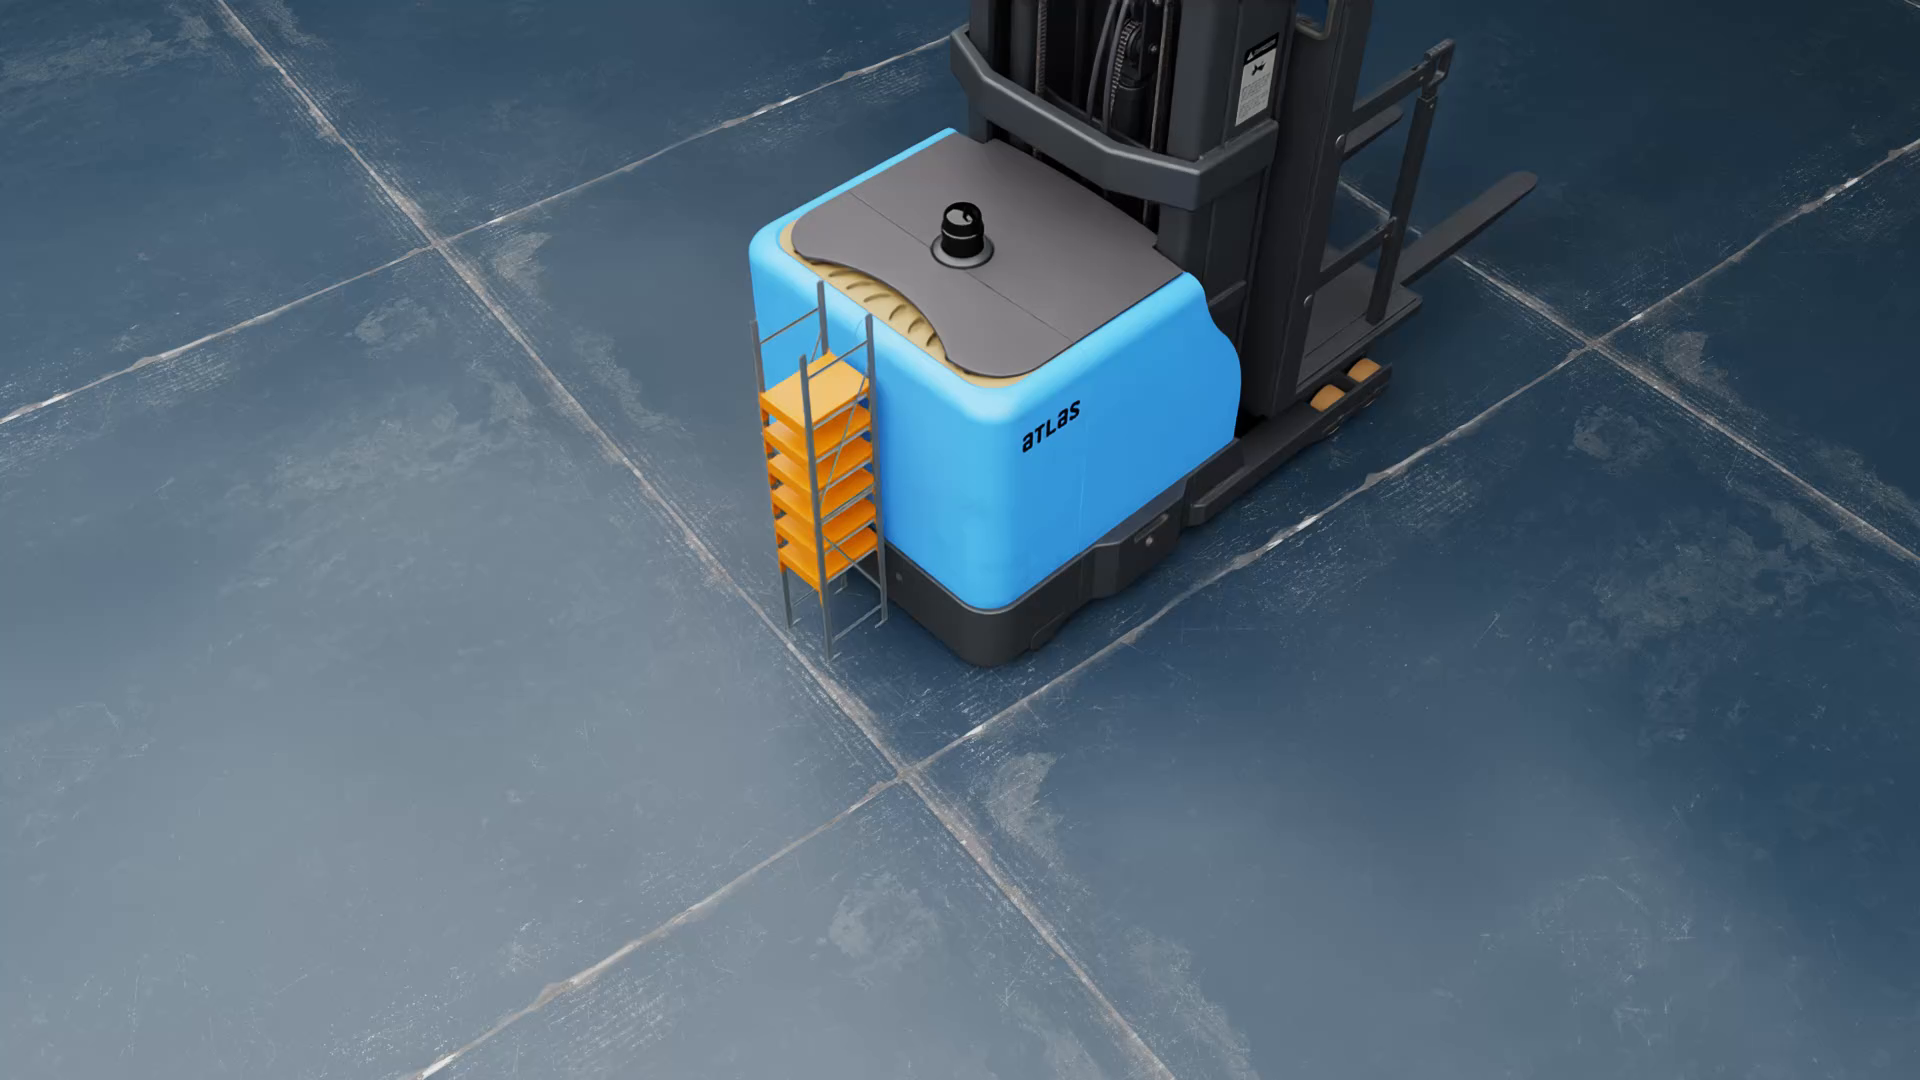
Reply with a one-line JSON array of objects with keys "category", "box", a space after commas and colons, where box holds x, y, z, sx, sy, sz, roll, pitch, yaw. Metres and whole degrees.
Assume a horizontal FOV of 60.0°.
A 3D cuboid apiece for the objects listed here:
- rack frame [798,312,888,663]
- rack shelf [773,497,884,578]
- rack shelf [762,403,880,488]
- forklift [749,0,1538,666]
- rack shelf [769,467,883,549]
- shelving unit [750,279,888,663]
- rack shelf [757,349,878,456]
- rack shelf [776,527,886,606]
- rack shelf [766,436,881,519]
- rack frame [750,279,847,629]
[{"category": "rack frame", "box": [-0.305, -0.101, 4.532, 0.240, 1.200, 0.006, -36, 57, -28]}, {"category": "rack shelf", "box": [-0.370, -0.039, 4.698, 0.258, 0.103, 0.180, -36, 57, -28]}, {"category": "rack shelf", "box": [-0.370, -0.281, 4.431, 0.258, 0.103, 0.180, -36, 57, -28]}, {"category": "forklift", "box": [0.818, -1.589, 4.712, 3.031, 2.935, 1.130, -35, 57, -27]}, {"category": "rack shelf", "box": [-0.370, -0.120, 4.609, 0.258, 0.103, 0.180, -36, 57, -28]}, {"category": "shelving unit", "box": [-0.370, -0.150, 4.576, 0.258, 1.200, 0.189, -36, 57, -28]}, {"category": "rack shelf", "box": [-0.370, -0.362, 4.342, 0.258, 0.103, 0.180, -36, 57, -28]}, {"category": "rack shelf", "box": [-0.370, 0.041, 4.786, 0.258, 0.103, 0.180, -36, 57, -28]}, {"category": "rack shelf", "box": [-0.370, -0.200, 4.520, 0.258, 0.103, 0.180, -36, 57, -28]}, {"category": "rack frame", "box": [-0.434, -0.198, 4.619, 0.240, 1.200, 0.006, -36, 57, -28]}]
